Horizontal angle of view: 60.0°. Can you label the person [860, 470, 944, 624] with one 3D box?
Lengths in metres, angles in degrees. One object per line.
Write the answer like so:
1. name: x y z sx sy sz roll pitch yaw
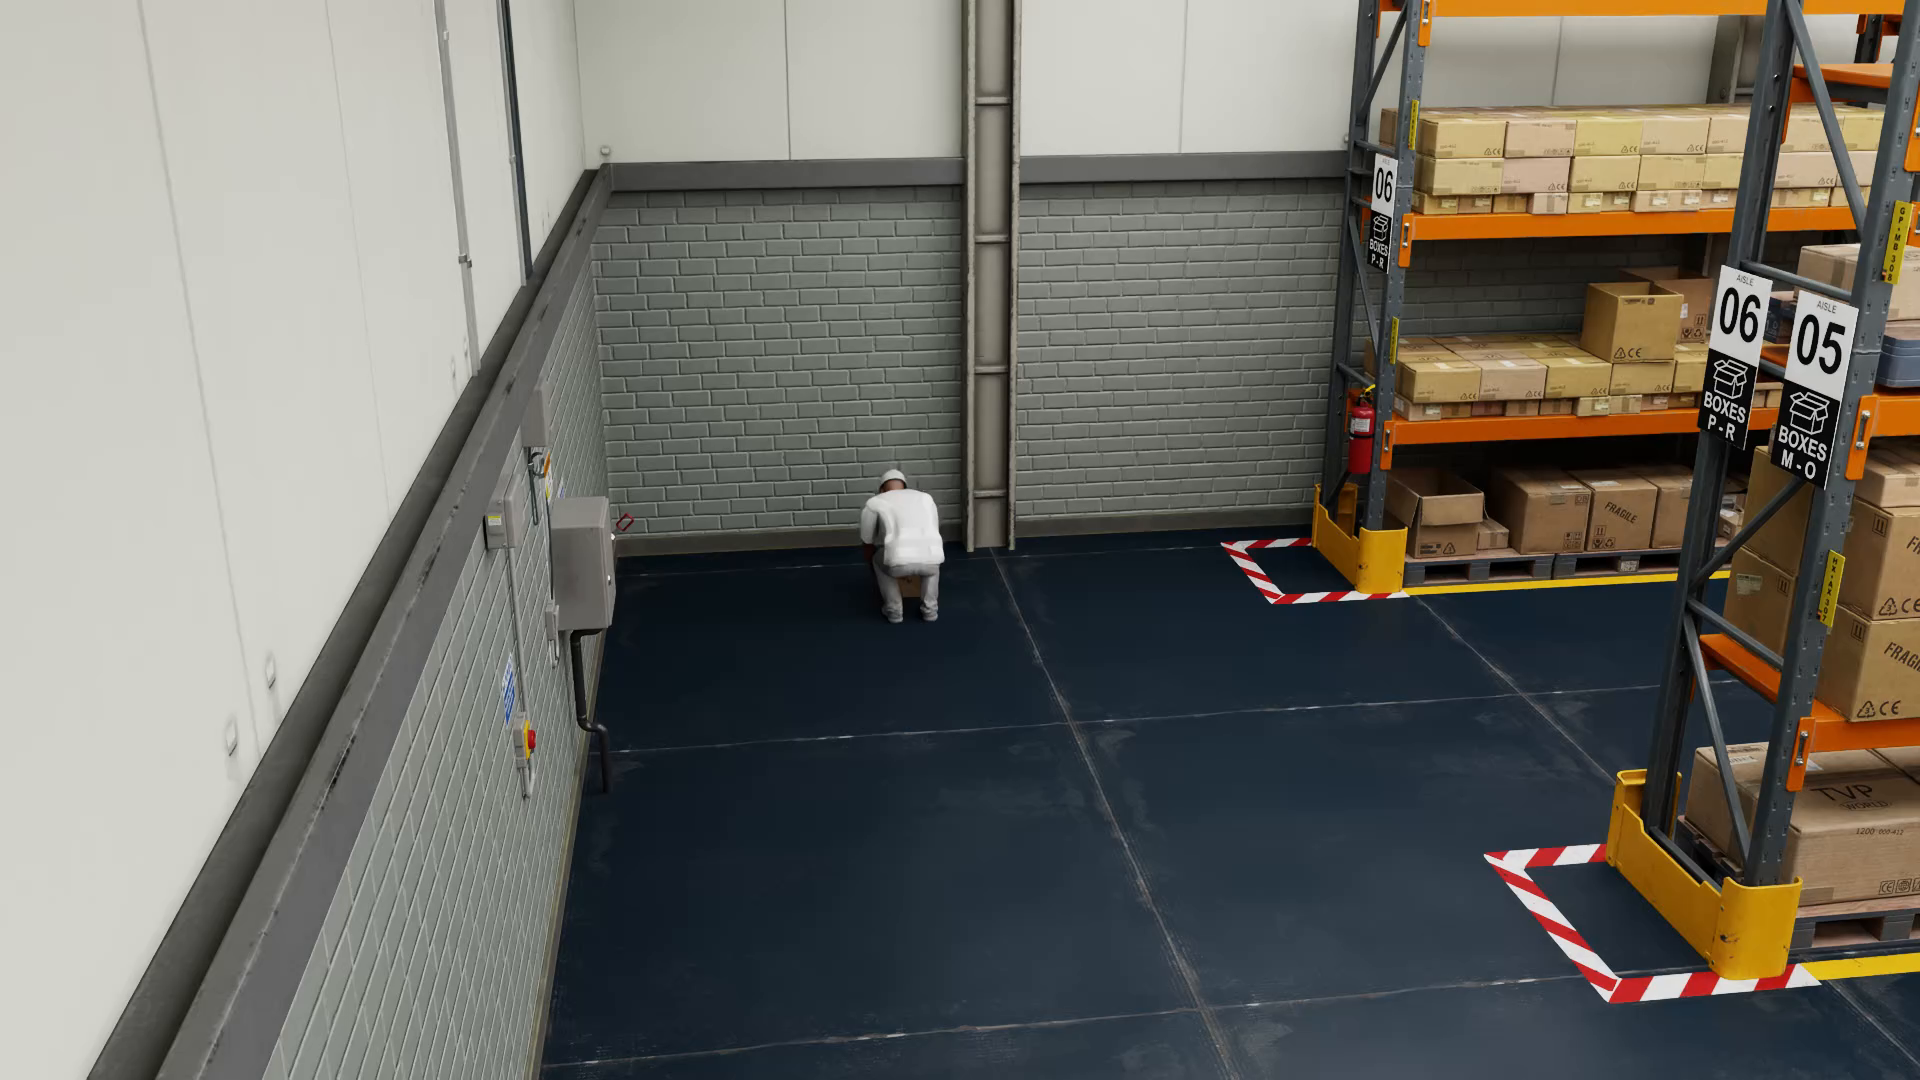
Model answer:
1. person: -0.419 0.055 12.056 0.580 0.975 0.893 -3 20 -8
